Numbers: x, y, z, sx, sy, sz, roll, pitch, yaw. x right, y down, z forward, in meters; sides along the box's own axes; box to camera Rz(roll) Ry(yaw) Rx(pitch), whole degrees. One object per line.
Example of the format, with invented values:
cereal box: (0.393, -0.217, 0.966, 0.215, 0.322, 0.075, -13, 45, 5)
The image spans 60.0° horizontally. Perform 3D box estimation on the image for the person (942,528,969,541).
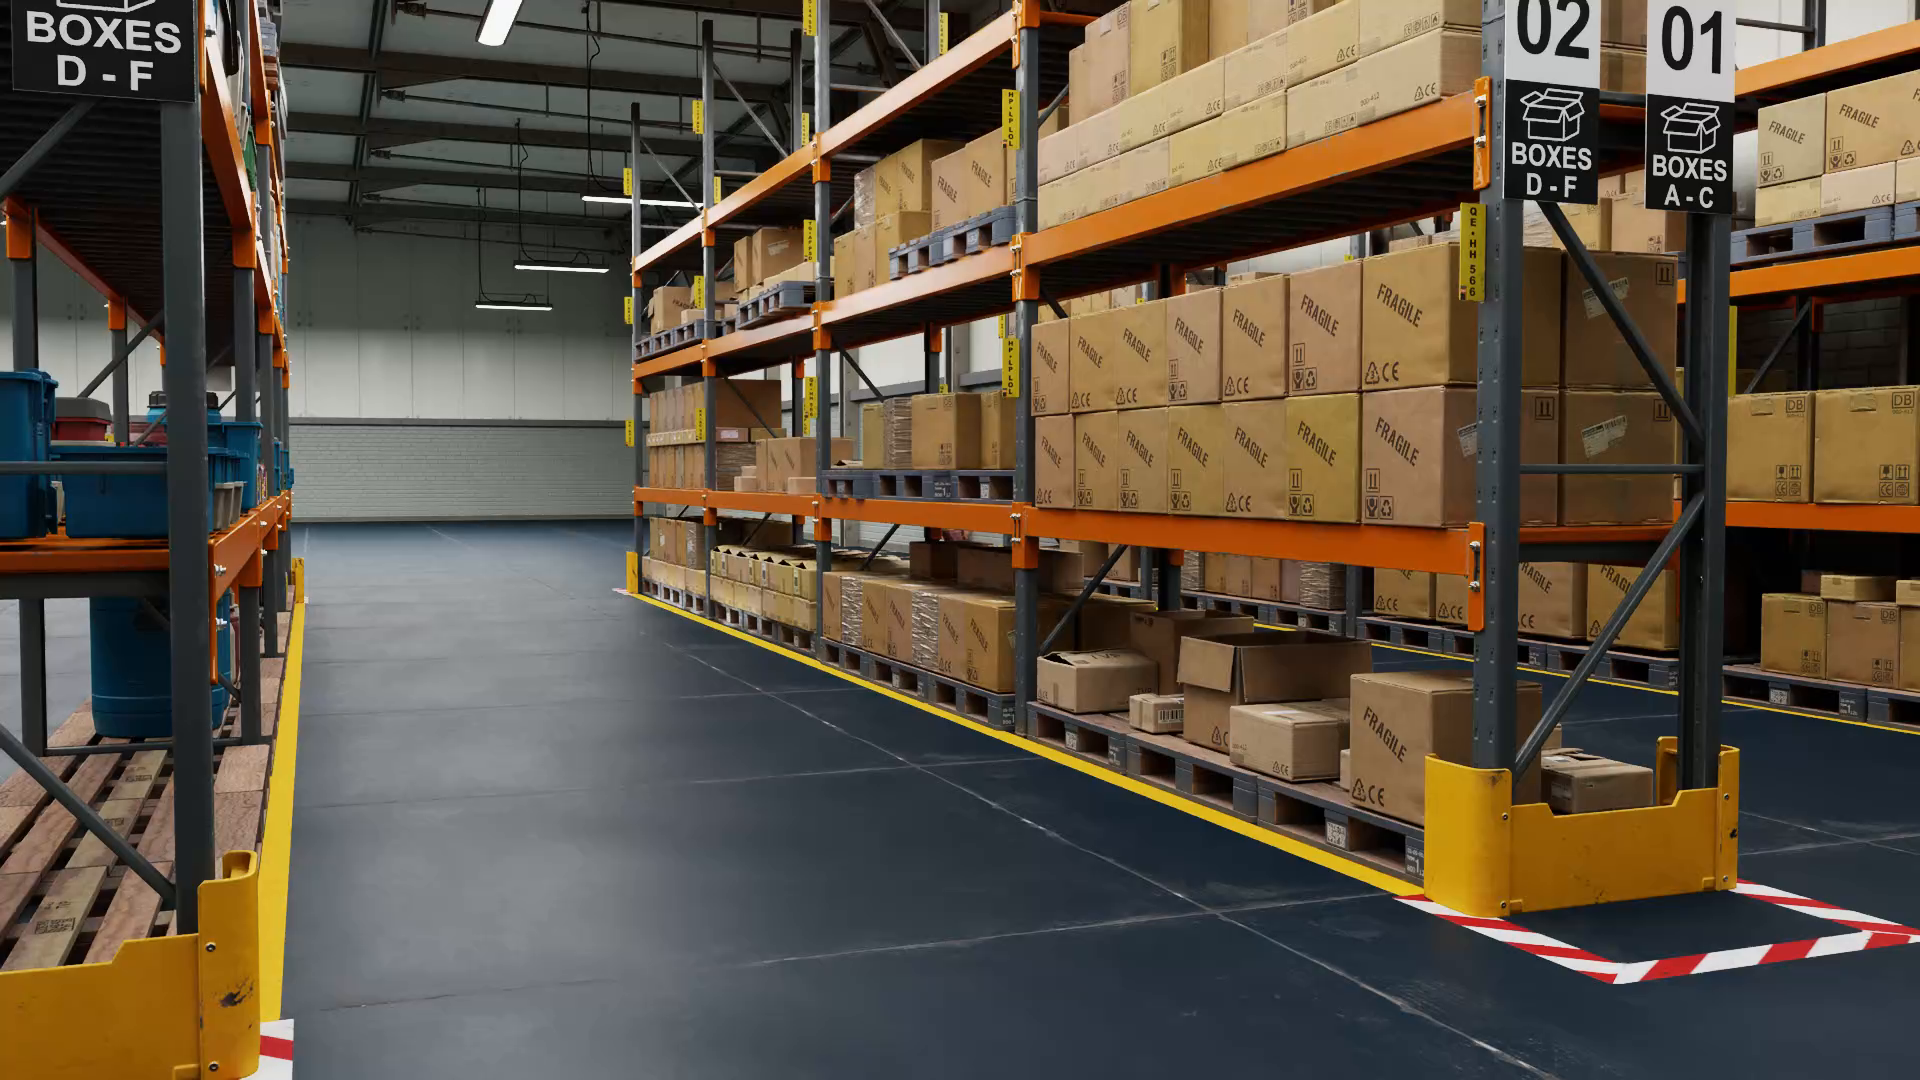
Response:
person: (-0.004, -0.091, 18.287, 0.404, 1.673, 0.500, -1, 3, -22)
